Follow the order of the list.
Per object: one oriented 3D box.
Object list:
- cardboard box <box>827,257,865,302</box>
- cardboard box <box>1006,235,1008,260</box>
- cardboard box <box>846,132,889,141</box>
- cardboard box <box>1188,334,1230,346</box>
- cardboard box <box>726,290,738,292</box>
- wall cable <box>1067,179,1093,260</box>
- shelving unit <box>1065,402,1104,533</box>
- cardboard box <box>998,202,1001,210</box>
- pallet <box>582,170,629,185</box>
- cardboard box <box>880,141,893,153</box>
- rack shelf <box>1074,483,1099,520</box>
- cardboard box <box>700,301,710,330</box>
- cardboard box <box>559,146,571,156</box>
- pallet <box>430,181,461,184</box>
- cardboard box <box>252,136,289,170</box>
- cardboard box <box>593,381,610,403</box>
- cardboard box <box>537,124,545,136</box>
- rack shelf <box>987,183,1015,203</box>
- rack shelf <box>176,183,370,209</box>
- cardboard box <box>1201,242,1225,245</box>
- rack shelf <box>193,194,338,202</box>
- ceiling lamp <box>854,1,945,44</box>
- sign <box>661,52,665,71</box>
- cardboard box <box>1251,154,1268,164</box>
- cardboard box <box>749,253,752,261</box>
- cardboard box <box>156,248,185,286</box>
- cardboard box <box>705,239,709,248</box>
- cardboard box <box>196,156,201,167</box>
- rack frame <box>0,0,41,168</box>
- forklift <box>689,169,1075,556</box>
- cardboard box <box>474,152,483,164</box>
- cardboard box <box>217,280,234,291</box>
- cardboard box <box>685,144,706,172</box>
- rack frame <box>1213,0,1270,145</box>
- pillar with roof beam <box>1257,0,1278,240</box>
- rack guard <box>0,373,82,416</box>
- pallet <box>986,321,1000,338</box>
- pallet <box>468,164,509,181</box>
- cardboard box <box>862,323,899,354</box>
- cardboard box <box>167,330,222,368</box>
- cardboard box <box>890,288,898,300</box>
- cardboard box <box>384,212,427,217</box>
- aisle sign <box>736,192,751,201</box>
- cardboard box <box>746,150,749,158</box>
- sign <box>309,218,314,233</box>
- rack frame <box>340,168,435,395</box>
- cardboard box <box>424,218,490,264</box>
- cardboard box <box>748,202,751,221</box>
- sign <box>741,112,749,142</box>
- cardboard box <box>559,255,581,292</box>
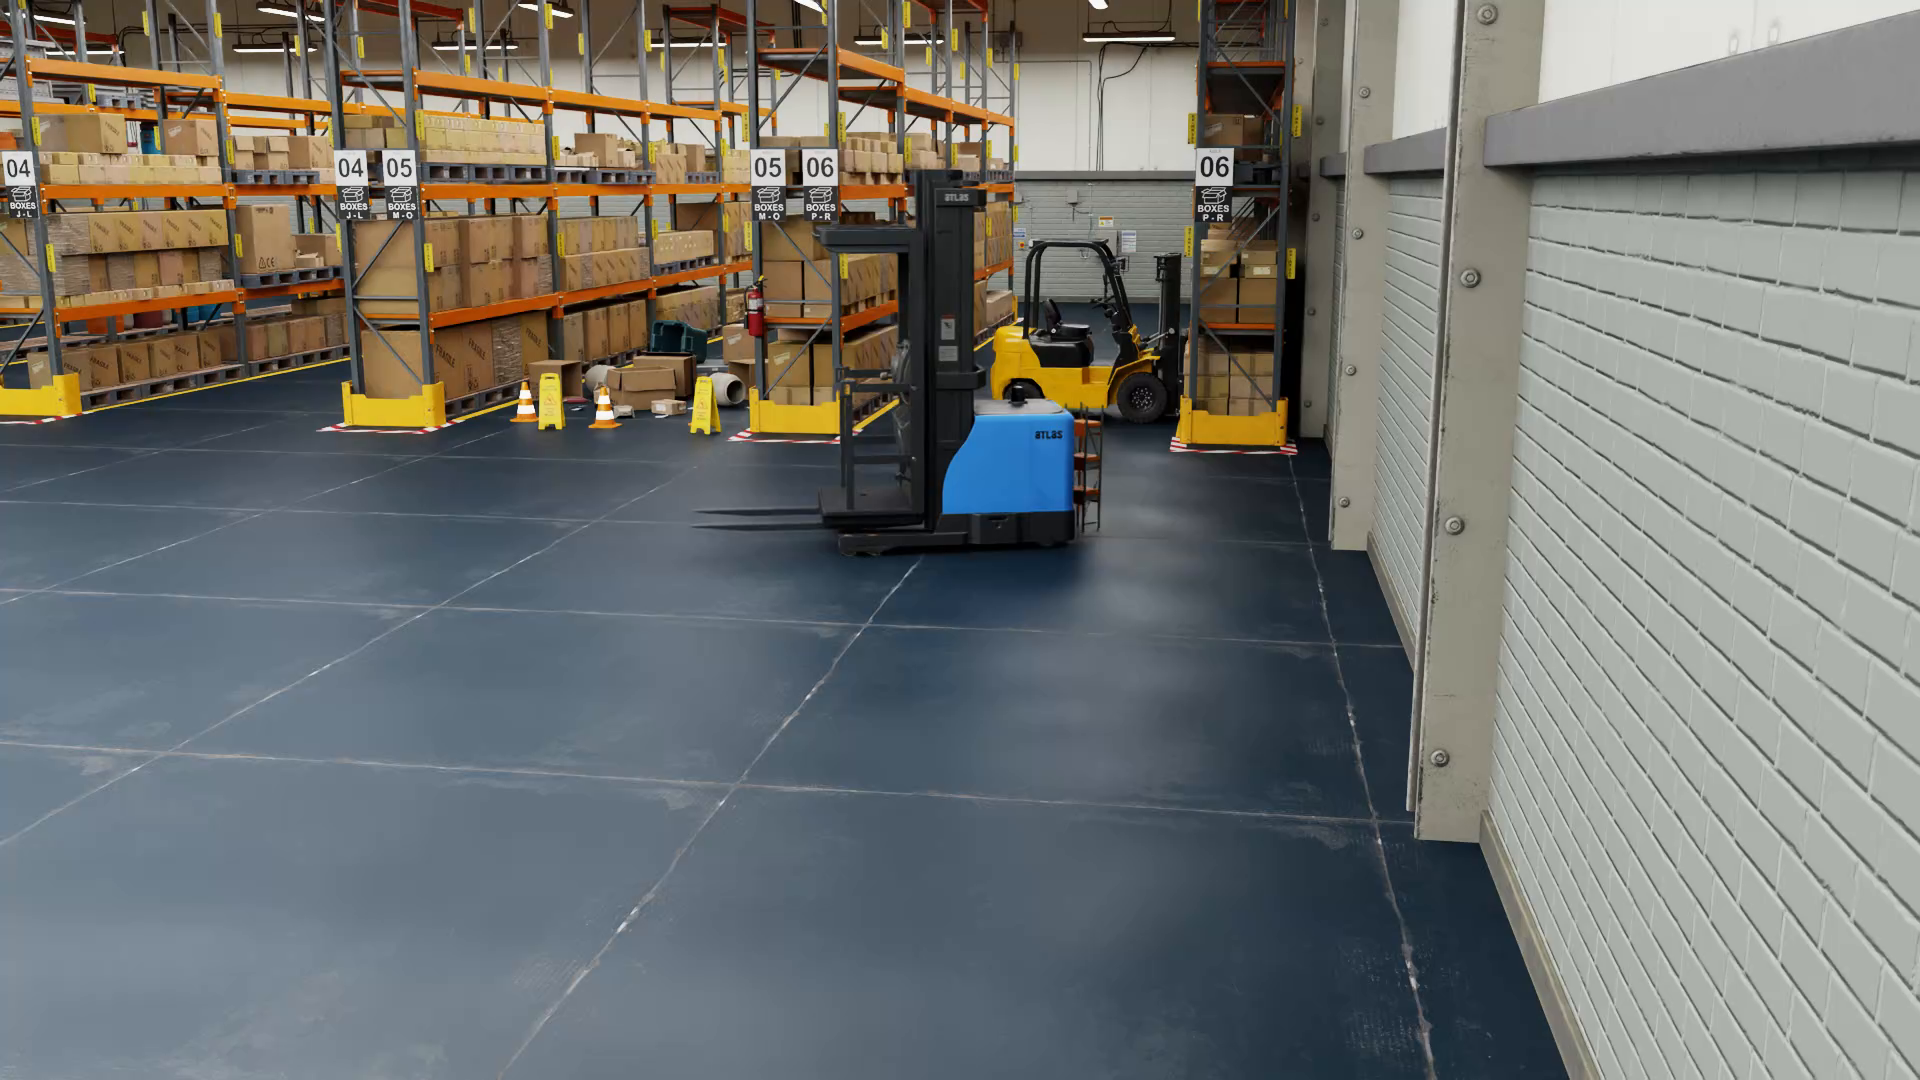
[{"bbox_3d":[-1.436,-3.114,19.880,0.500,0.500,0.500,2,12,10],"label":"cardboard box"},{"bbox_3d":[0.697,-5.889,33.461,0.500,0.500,0.500,2,12,7],"label":"cardboard box"},{"bbox_3d":[-1.281,-5.522,23.051,0.500,0.250,0.500,2,12,10],"label":"cardboard box"},{"bbox_3d":[3.123,-2.444,20.871,0.500,0.250,0.500,2,12,11],"label":"cardboard box"},{"bbox_3d":[-4.767,-5.033,34.084,0.380,0.149,0.250,1,12,6],"label":"cardboard box"},{"bbox_3d":[2.849,-7.681,39.601,0.588,1.984,0.122,2,12,9],"label":"wall cable"},{"bbox_3d":[1.013,-0.601,13.780,0.215,1.050,0.252,-9,15,-41],"label":"shelving unit"},{"bbox_3d":[0.602,-6.559,32.658,0.380,0.149,0.250,2,12,10],"label":"cardboard box"},{"bbox_3d":[-5.751,-5.532,25.372,1.003,0.211,1.213,2,12,11],"label":"pallet"},{"bbox_3d":[-1.080,-5.049,21.385,0.380,0.149,0.250,2,12,10],"label":"cardboard box"},{"bbox_3d":[1.008,-0.318,13.836,0.215,0.259,0.240,-9,15,-41],"label":"rack shelf"},{"bbox_3d":[-4.864,-4.074,30.214,0.500,0.500,0.500,2,12,7],"label":"cardboard box"},{"bbox_3d":[-6.098,-5.743,24.880,0.500,0.311,0.500,1,12,7],"label":"cardboard box"},{"bbox_3d":[-9.898,-6.722,30.897,0.805,0.209,1.217,1,12,6],"label":"pallet"},{"bbox_3d":[-10.722,-5.889,25.337,0.797,0.503,0.637,2,12,11],"label":"cardboard box"},{"bbox_3d":[-4.595,-1.940,21.866,0.396,0.266,0.258,4,13,18],"label":"cardboard box"},{"bbox_3d":[-5.892,-5.595,22.686,0.380,0.149,0.250,2,12,8],"label":"cardboard box"},{"bbox_3d":[0.294,-6.751,32.288,1.077,0.370,4.000,2,12,9],"label":"rack shelf"},{"bbox_3d":[-10.728,-5.407,26.050,1.077,0.370,4.000,2,12,9],"label":"rack shelf"},{"bbox_3d":[3.183,-3.634,20.751,0.380,0.149,0.250,2,12,8],"label":"cardboard box"},{"bbox_3d":[-14.392,-7.233,34.522,1.077,0.370,4.000,2,12,9],"label":"rack shelf"},{"bbox_3d":[-1.381,-12.476,36.170,2.000,3.185,0.800,2,12,9],"label":"ceiling lamp"},{"bbox_3d":[-5.454,-8.809,30.603,0.100,0.325,0.005,2,12,9],"label":"sign"},{"bbox_3d":[3.986,-5.163,22.572,0.380,0.149,0.250,2,12,9],"label":"cardboard box"},{"bbox_3d":[-4.386,-5.671,33.286,0.380,0.149,0.250,2,12,10],"label":"cardboard box"},{"bbox_3d":[-11.255,-3.768,22.916,0.875,0.500,0.500,2,12,9],"label":"cardboard box"},{"bbox_3d":[-4.826,-5.443,30.525,0.380,0.149,0.250,2,12,9],"label":"cardboard box"},{"bbox_3d":[-10.932,-5.334,23.415,0.380,0.149,0.250,2,12,9],"label":"cardboard box"},{"bbox_3d":[-11.651,-5.976,19.863,1.000,3.000,0.127,2,12,9],"label":"rack frame"},{"bbox_3d":[-0.643,-1.427,13.159,3.031,2.935,1.130,-1,12,-6],"label":"forklift"},{"bbox_3d":[-6.202,-4.783,20.809,0.380,0.149,0.250,2,12,8],"label":"cardboard box"},{"bbox_3d":[-10.779,-3.699,24.133,0.380,0.149,0.250,2,12,9],"label":"cardboard box"},{"bbox_3d":[-5.087,-7.005,30.523,0.700,0.500,0.500,2,12,9],"label":"cardboard box"},{"bbox_3d":[4.892,-7.993,29.222,1.000,3.000,0.127,2,12,9],"label":"rack frame"},{"bbox_3d":[2.558,-9.497,36.201,9.100,9.000,0.548,2,12,9],"label":"pillar with roof beam"},{"bbox_3d":[-11.640,-1.837,20.832,1.175,0.500,0.348,2,12,9],"label":"rack guard"},{"bbox_3d":[0.181,-4.013,31.613,1.003,0.211,1.213,2,12,9],"label":"pallet"},{"bbox_3d":[-6.477,-4.694,21.245,1.003,0.211,1.213,2,12,9],"label":"pallet"},{"bbox_3d":[-1.070,-2.651,22.423,0.500,0.500,0.500,2,12,8],"label":"cardboard box"},{"bbox_3d":[-11.137,-2.777,24.197,0.500,0.500,0.500,1,12,7],"label":"cardboard box"},{"bbox_3d":[-1.024,-3.303,22.297,0.380,0.149,0.250,2,12,10],"label":"cardboard box"},{"bbox_3d":[-10.093,-5.675,30.088,0.797,0.503,0.637,2,12,10],"label":"cardboard box"},{"bbox_3d":[-4.590,-7.488,34.948,0.394,0.787,0.004,2,12,9],"label":"aisle sign"},{"bbox_3d":[-4.359,-7.572,32.610,0.380,0.149,0.250,2,12,7],"label":"cardboard box"},{"bbox_3d":[-10.970,-5.292,28.181,0.100,0.325,0.005,2,12,9],"label":"sign"},{"bbox_3d":[-6.766,-2.862,19.652,1.000,3.000,0.127,2,12,9],"label":"rack frame"},{"bbox_3d":[-6.457,-3.768,20.940,0.875,0.550,0.550,2,12,9],"label":"cardboard box"},{"bbox_3d":[-4.357,-6.448,32.975,0.500,0.500,0.500,1,12,7],"label":"cardboard box"},{"bbox_3d":[-2.404,-4.644,18.699,0.100,0.325,0.005,2,12,9],"label":"sign"},{"bbox_3d":[-5.804,-3.844,23.972,0.500,0.500,0.500,2,12,9],"label":"cardboard box"}]
